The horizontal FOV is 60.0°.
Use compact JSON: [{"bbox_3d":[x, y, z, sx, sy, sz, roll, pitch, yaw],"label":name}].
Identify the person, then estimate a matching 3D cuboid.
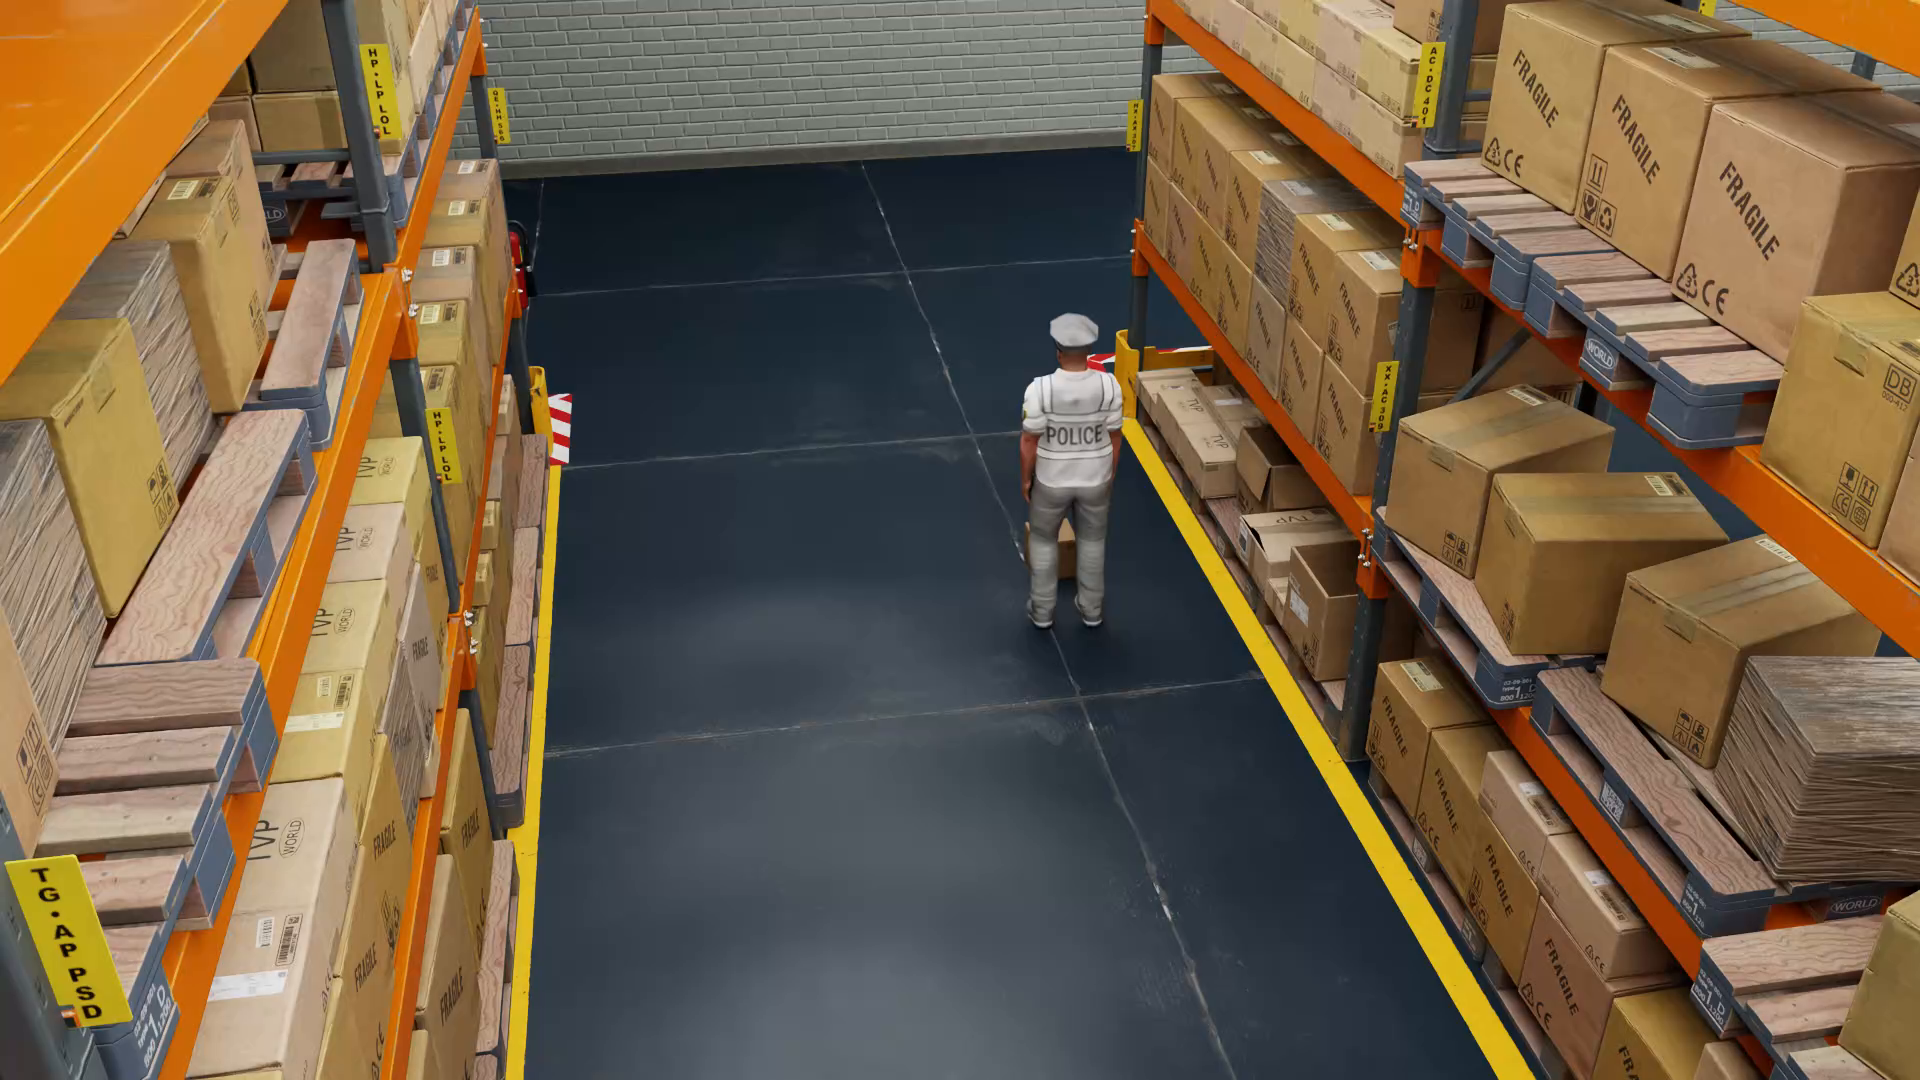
[{"bbox_3d":[0.568,-0.337,8.712,0.529,1.778,0.394,-3,31,-5],"label":"person"}]
